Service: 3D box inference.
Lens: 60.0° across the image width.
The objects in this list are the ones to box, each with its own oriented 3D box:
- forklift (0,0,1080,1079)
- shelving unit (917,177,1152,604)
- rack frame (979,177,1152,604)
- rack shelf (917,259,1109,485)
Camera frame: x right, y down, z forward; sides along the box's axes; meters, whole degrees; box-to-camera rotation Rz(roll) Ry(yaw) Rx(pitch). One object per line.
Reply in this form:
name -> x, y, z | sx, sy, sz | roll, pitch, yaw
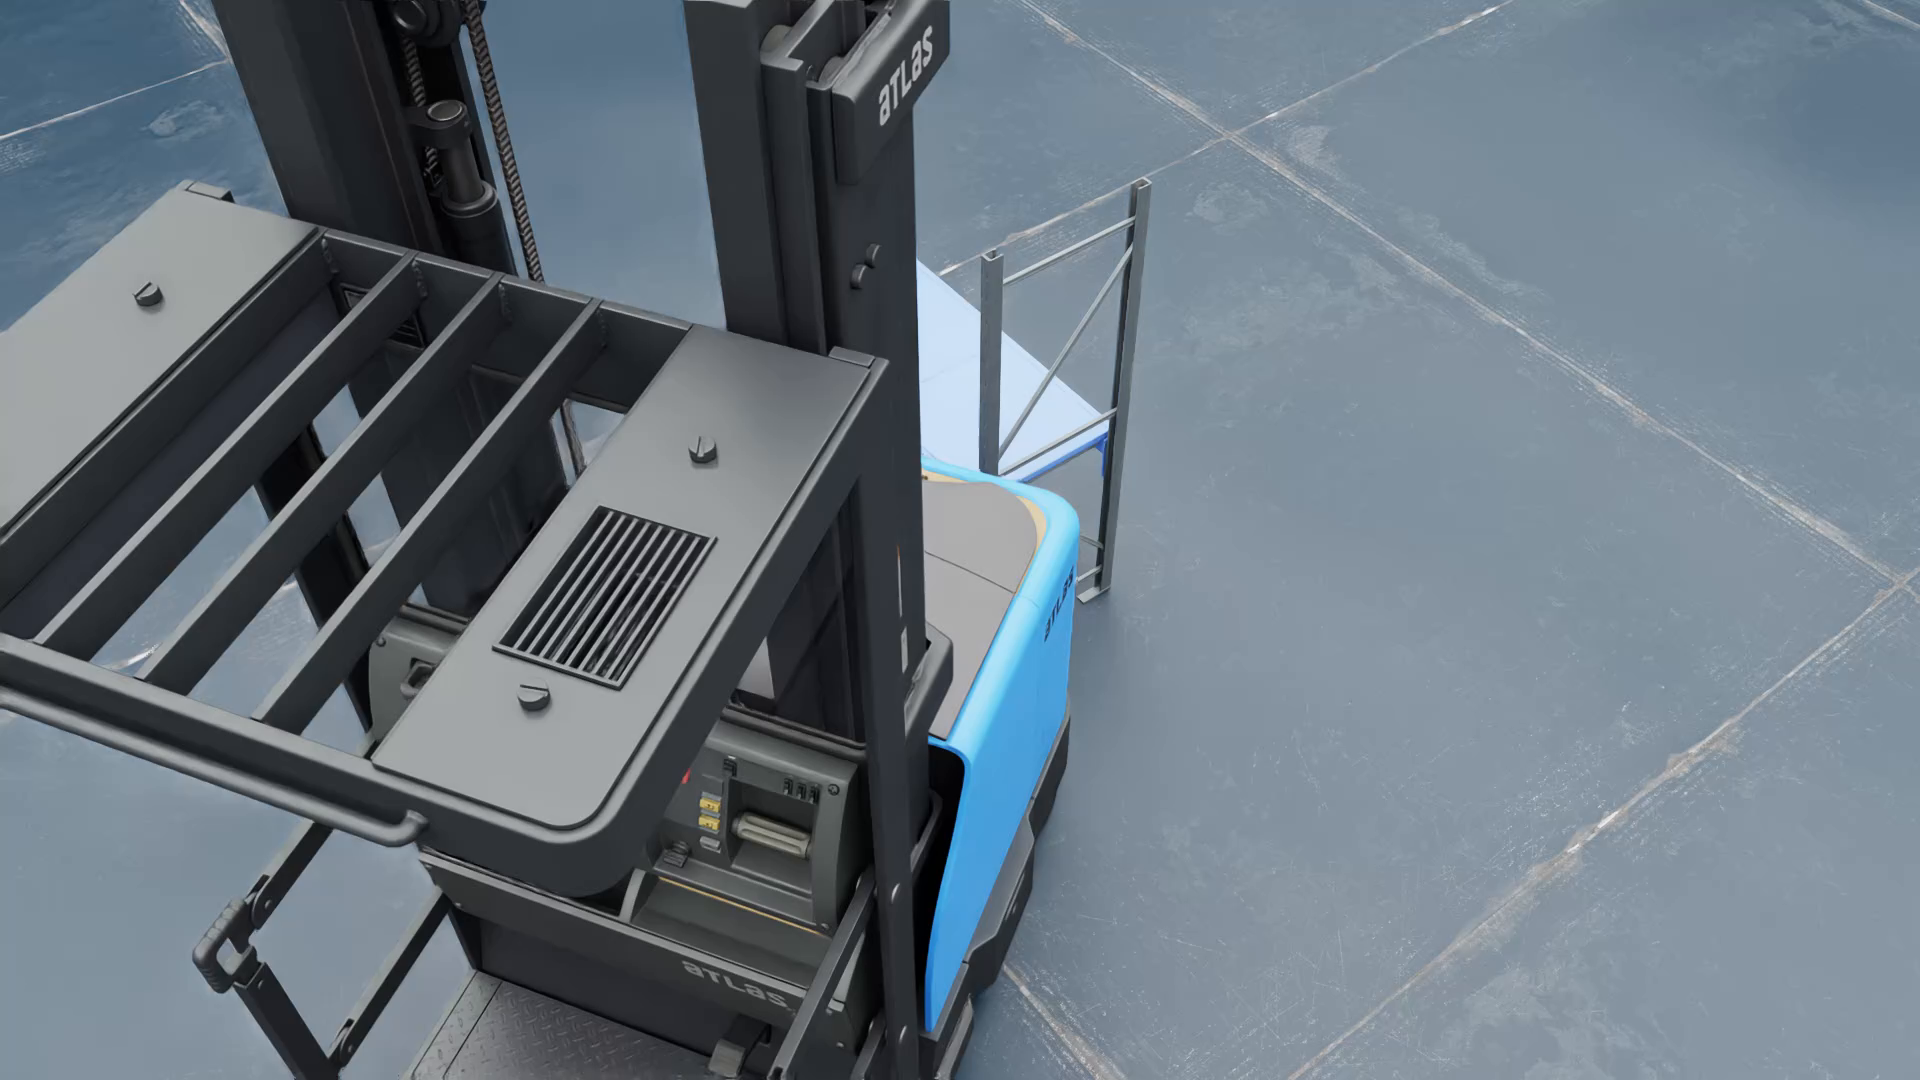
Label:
forklift -> -0.703, 0.532, 2.789 | 1.130, 2.935, 3.031 | 16, 50, 14
shelving unit -> -0.052, -0.554, 4.740 | 0.538, 1.500, 1.048 | -29, 54, -24
rack frame -> 0.256, -0.254, 4.468 | 0.500, 1.500, 0.032 | -29, 54, -24
rack shelf -> -0.052, -0.433, 4.873 | 0.538, 0.185, 1.000 | -29, 54, -24
